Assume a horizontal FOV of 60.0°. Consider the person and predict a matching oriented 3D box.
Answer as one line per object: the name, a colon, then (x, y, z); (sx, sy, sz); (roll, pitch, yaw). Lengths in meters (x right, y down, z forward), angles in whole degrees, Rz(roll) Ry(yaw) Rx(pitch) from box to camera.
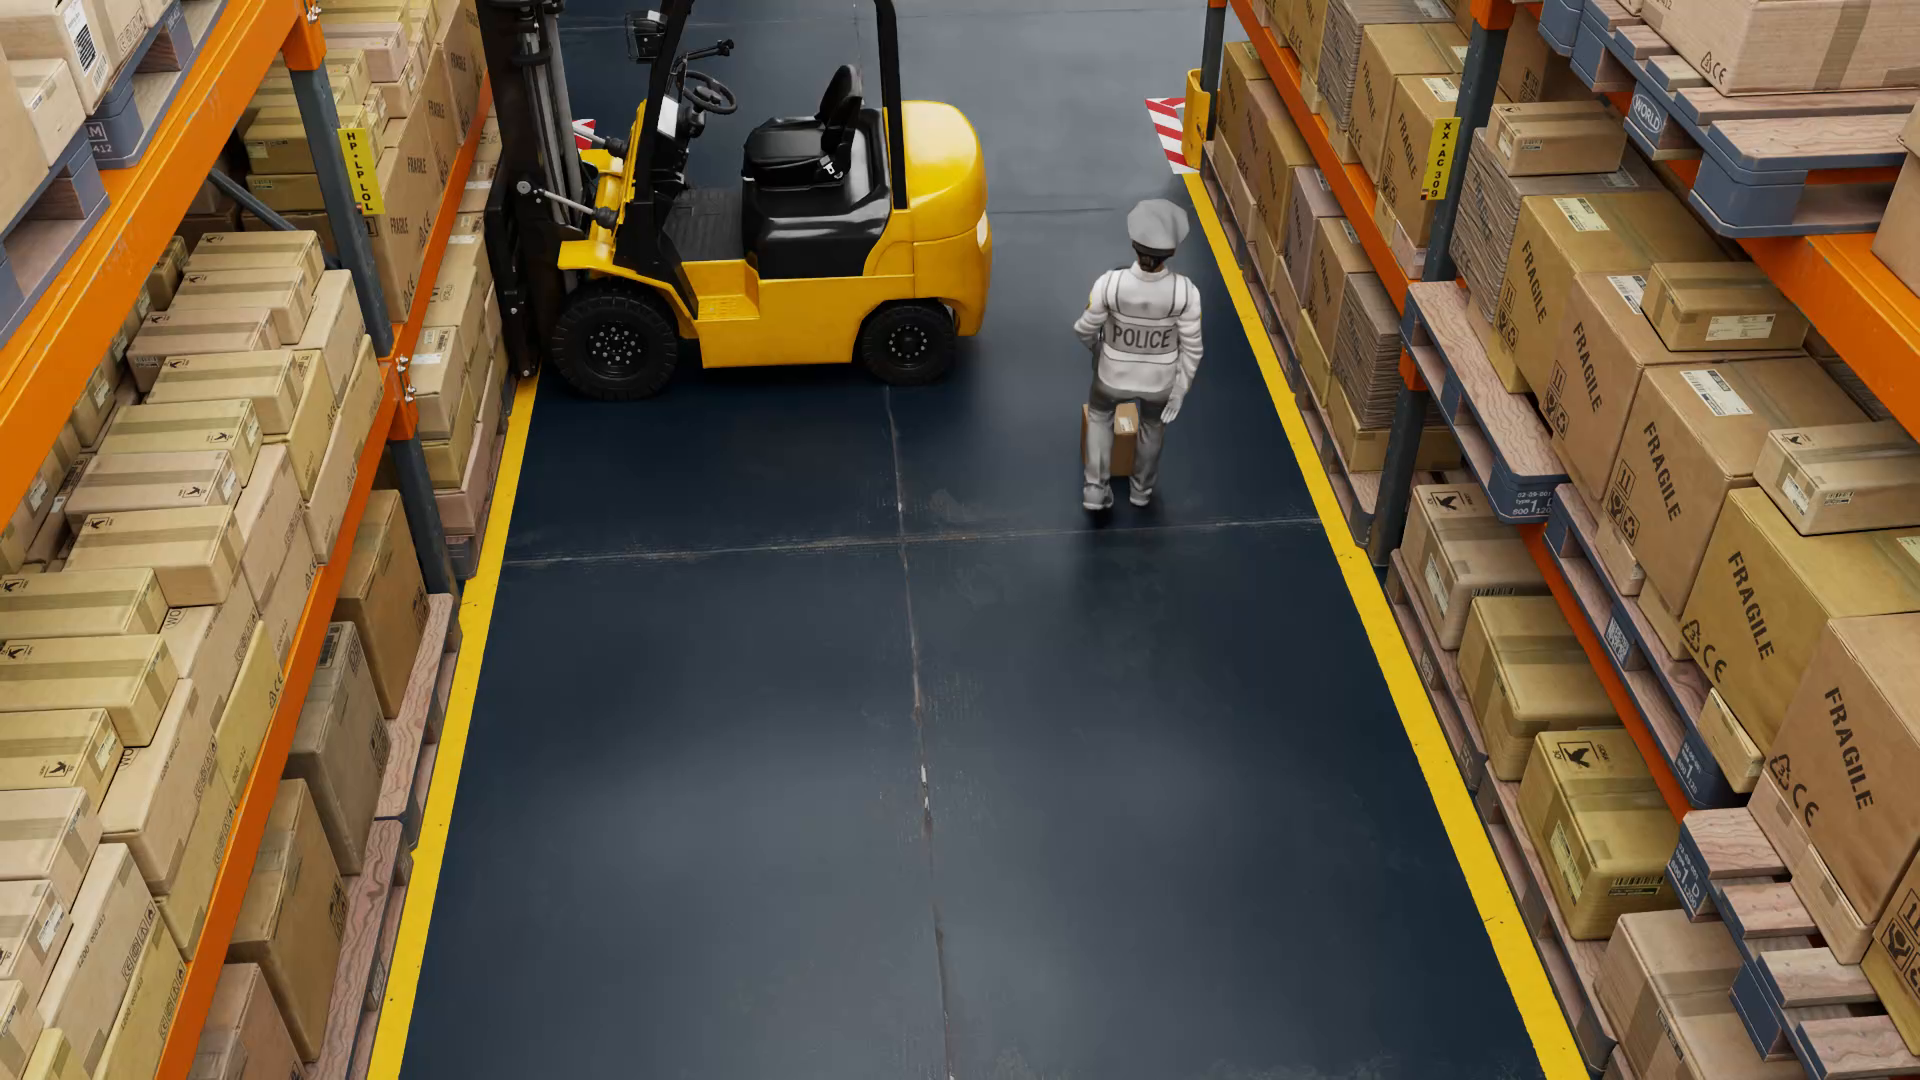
person: (0.749, -0.746, 7.106); (0.538, 1.668, 0.622); (4, 40, 5)
